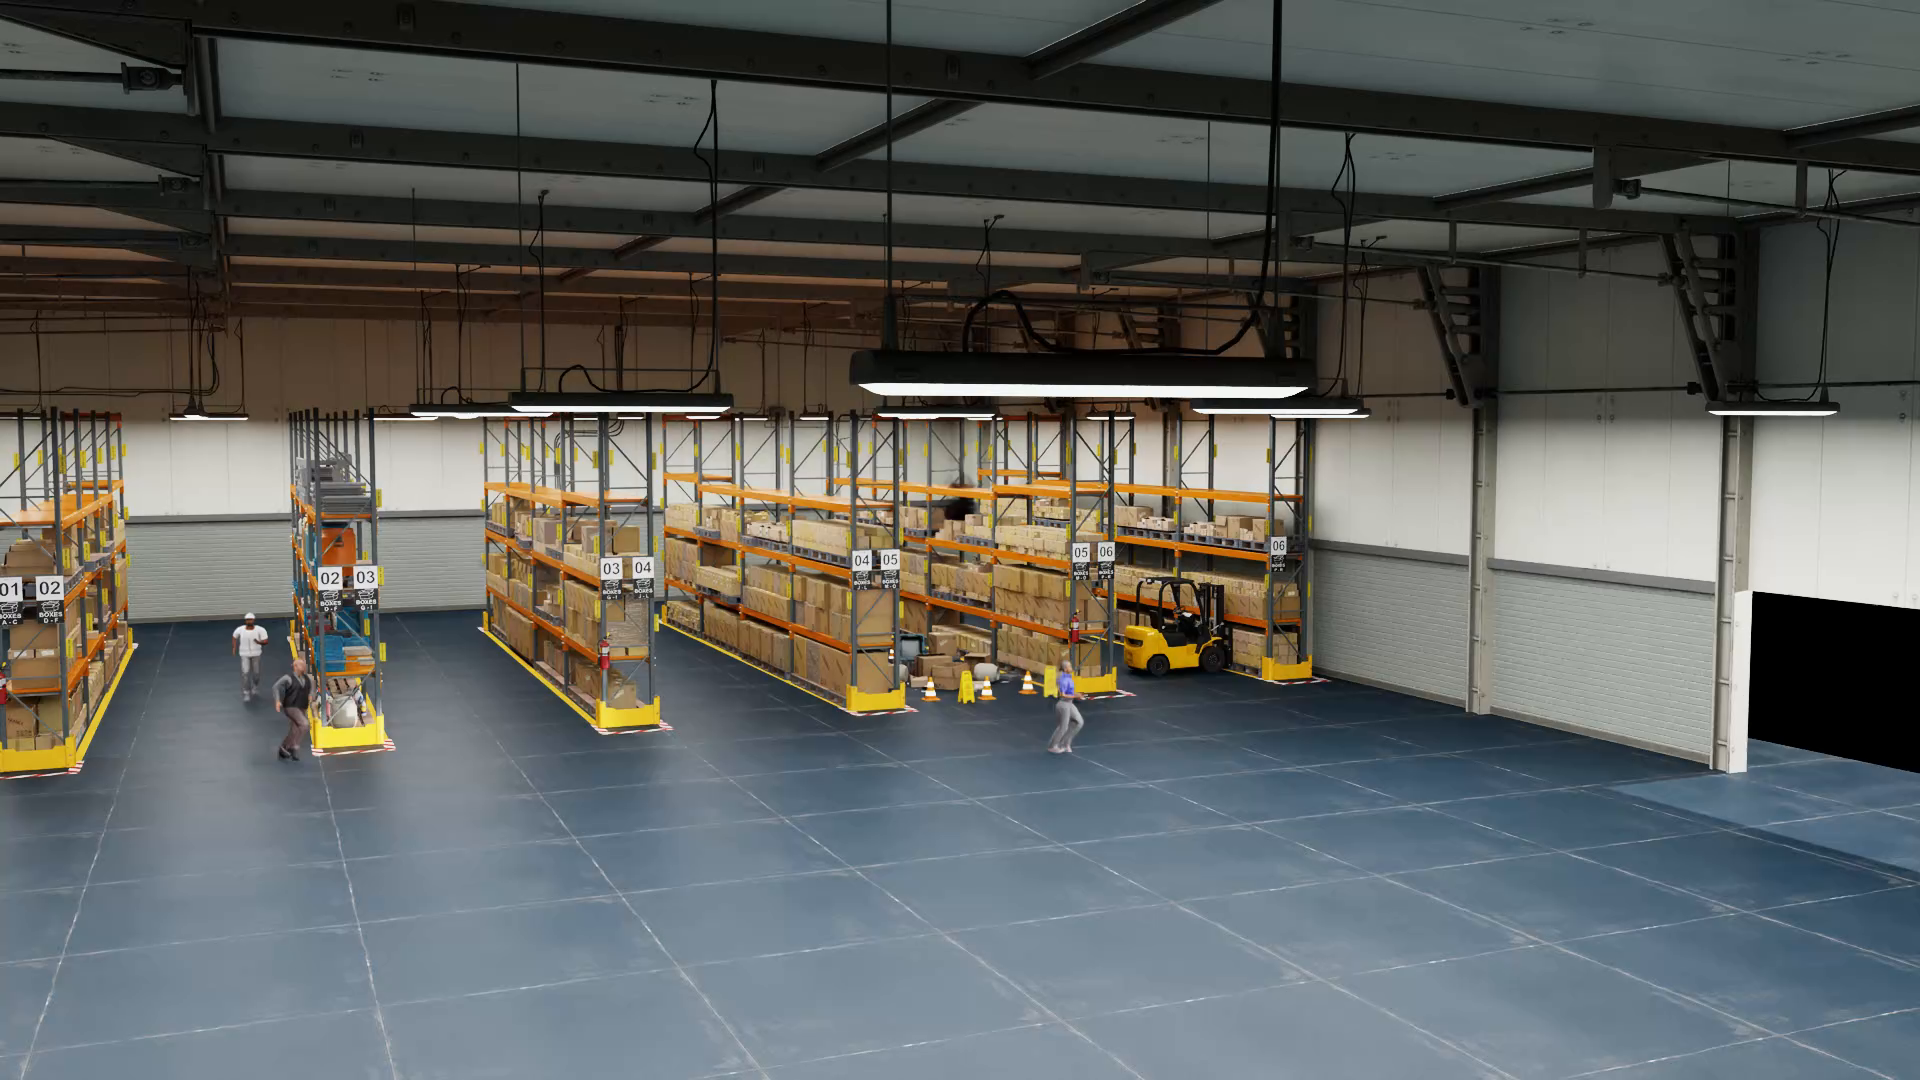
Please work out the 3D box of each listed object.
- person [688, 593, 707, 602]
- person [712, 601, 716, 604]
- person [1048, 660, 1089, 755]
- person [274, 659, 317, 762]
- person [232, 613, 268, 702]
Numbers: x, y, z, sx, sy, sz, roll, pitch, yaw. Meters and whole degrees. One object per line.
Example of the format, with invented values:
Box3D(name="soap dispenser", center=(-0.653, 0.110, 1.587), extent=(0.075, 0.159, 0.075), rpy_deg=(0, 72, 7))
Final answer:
Box3D(name="person", center=(-7.854, 1.428, 49.475), extent=(0.880, 1.653, 0.626), rpy_deg=(2, 4, 25))
Box3D(name="person", center=(-7.225, 1.444, 49.592), extent=(0.684, 1.640, 0.518), rpy_deg=(-2, 4, -26))
Box3D(name="person", center=(1.888, 2.900, 28.702), extent=(0.717, 1.691, 0.550), rpy_deg=(1, 4, 16))
Box3D(name="person", center=(-11.255, 2.881, 28.360), extent=(0.703, 1.688, 0.641), rpy_deg=(2, 4, 26))
Box3D(name="person", center=(-14.692, 2.398, 34.433), extent=(0.695, 1.764, 0.972), rpy_deg=(-2, 4, -22))
